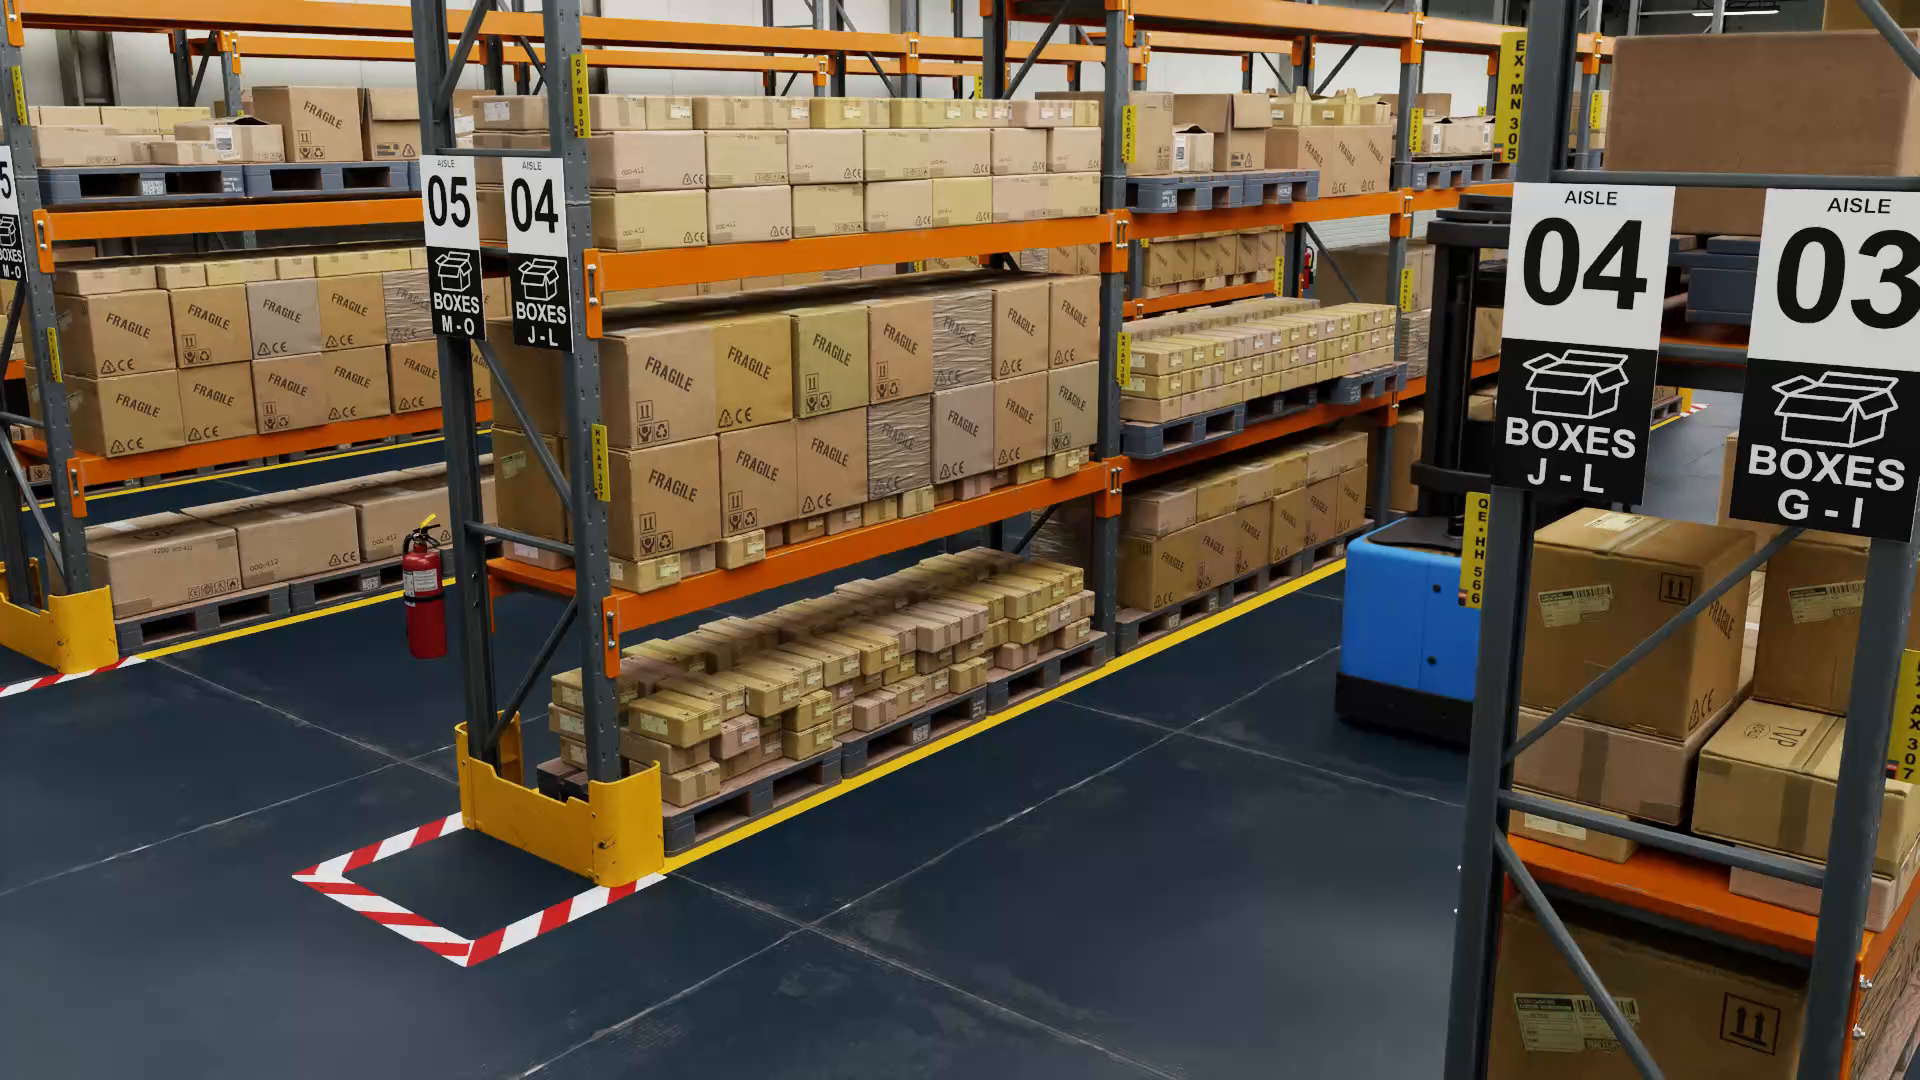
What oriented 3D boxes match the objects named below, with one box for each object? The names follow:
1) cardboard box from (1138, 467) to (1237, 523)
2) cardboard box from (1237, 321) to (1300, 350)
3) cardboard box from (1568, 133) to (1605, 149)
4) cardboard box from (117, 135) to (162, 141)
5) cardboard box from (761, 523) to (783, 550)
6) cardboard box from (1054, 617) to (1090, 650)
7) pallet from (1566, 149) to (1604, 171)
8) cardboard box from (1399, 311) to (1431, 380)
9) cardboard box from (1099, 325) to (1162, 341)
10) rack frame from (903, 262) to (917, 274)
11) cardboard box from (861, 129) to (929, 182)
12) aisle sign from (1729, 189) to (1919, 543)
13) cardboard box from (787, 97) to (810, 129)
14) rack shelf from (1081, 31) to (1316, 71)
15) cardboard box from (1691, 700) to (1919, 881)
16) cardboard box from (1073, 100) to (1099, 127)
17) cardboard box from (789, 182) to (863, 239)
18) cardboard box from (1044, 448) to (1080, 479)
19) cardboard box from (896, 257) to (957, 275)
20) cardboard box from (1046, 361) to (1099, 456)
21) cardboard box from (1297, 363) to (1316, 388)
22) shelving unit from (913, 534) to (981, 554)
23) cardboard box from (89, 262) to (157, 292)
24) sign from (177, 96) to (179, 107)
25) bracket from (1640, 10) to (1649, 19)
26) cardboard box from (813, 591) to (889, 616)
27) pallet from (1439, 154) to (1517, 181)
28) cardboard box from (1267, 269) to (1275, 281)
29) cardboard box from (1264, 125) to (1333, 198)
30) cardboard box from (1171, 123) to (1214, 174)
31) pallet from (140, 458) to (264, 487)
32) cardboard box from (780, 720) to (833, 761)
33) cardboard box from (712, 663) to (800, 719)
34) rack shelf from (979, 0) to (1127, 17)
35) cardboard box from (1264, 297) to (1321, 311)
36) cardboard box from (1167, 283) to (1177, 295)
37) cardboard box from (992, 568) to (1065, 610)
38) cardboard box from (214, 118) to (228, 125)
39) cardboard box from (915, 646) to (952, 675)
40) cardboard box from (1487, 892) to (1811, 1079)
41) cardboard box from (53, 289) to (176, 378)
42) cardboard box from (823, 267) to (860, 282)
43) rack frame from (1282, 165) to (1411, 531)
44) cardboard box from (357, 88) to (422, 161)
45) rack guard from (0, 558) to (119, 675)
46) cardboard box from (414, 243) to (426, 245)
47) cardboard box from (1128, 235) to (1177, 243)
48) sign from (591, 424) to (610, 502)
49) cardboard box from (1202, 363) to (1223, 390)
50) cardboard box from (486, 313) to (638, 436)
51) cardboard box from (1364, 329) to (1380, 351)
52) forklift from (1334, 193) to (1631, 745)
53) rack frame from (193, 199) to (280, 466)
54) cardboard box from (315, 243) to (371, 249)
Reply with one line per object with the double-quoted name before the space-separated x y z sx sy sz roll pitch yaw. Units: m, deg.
"cardboard box" 1.566 -0.317 11.479 0.500 0.250 0.500 12 18 39
"cardboard box" 2.147 -1.433 11.619 0.380 0.149 0.250 12 19 39
"cardboard box" 6.084 -3.892 16.212 0.380 0.149 0.250 11 18 37
"cardboard box" -7.641 -3.565 15.174 0.500 0.250 0.500 11 18 36
"cardboard box" -1.098 -0.051 8.242 0.380 0.149 0.250 12 19 40
"cardboard box" 0.582 0.548 10.312 0.380 0.149 0.250 12 18 38
"pallet" 6.113 -3.856 16.799 1.003 0.211 1.213 11 18 38
"cardboard box" 3.569 -1.617 13.693 0.500 0.500 0.500 12 18 38
"cardboard box" 1.160 -1.387 11.438 0.380 0.149 0.250 11 18 37
"rack frame" -0.837 -2.271 16.470 1.000 3.000 0.127 11 18 38
"cardboard box" -0.502 -1.952 8.411 0.500 0.250 0.500 10 18 35
"aisle sign" 2.031 -0.405 3.846 0.394 0.787 0.004 11 18 38
"cardboard box" -0.936 -2.035 7.927 0.380 0.149 0.250 12 19 39
"rack shelf" 2.934 -5.977 20.344 1.077 0.370 4.000 11 18 38
"cardboard box" 2.355 0.673 4.582 0.500 0.250 0.500 11 18 36
"cardboard box" 0.579 -2.473 9.652 0.380 0.149 0.250 10 18 35
"cardboard box" -0.822 -1.621 8.123 0.500 0.250 0.500 11 18 36
"cardboard box" 0.488 -0.479 9.928 0.380 0.149 0.250 11 18 36
"cardboard box" -0.374 -2.718 16.568 0.500 0.500 0.500 11 18 36
"cardboard box" 0.479 -0.815 9.930 0.500 0.500 0.500 11 18 38
"cardboard box" 2.314 -1.196 11.895 0.380 0.149 0.250 12 19 39
"shelving unit" -0.104 -0.986 13.240 0.431 2.100 0.503 11 18 38
"cardboard box" -5.317 -1.673 10.564 0.380 0.149 0.250 12 18 39
"sign" -7.648 -4.253 16.330 0.100 0.325 0.005 11 18 38
"bracket" 20.071 -15.453 48.863 0.235 0.232 0.430 11 18 38
"cardboard box" -0.631 0.420 9.608 0.380 0.149 0.250 10 18 35
"pallet" 5.053 -3.468 15.480 0.805 0.209 1.217 10 18 35
"cardboard box" 3.872 -3.465 21.681 0.380 0.149 0.250 11 18 37
"cardboard box" 2.294 -2.685 11.805 0.500 0.500 0.500 11 18 38
"cardboard box" 1.279 -2.509 10.641 0.500 0.311 0.500 11 18 37
"pallet" -7.646 -0.789 16.302 1.003 0.211 1.213 11 18 38
"cardboard box" -0.875 0.992 8.564 0.380 0.149 0.250 12 18 38
"cardboard box" -1.020 0.750 8.307 0.380 0.149 0.250 11 18 37
"rack shelf" -0.694 -2.933 8.358 1.077 0.370 4.000 11 18 38
"cardboard box" 2.633 -1.835 13.204 0.380 0.149 0.250 11 18 38
"cardboard box" 2.387 -3.038 20.000 0.380 0.149 0.250 11 18 37
"cardboard box" 0.412 0.295 10.098 0.380 0.149 0.250 12 18 38
"cardboard box" -7.116 -4.076 16.334 0.380 0.149 0.250 11 18 37
"cardboard box" -0.266 0.626 9.400 0.380 0.149 0.250 10 17 35
"cardboard box" 2.183 1.486 5.144 0.875 0.875 0.875 11 18 38
"cardboard box" -5.341 -1.320 10.493 0.500 0.500 0.500 11 18 36
"cardboard box" -1.274 -2.565 15.394 0.500 0.500 0.500 12 18 39
"rack frame" 3.077 -1.524 13.531 1.000 3.000 0.127 11 18 38
"cardboard box" -4.173 -2.998 11.973 0.797 0.503 0.637 13 19 42
"rack guard" -5.880 0.477 10.729 1.175 0.500 0.348 11 18 38
"cardboard box" -3.856 -2.113 12.297 0.380 0.149 0.250 11 18 37
"cardboard box" 2.123 -3.765 19.513 0.700 0.500 0.500 11 18 37
"sign" -1.529 -0.328 7.063 0.100 0.325 0.005 11 18 38
"cardboard box" 1.492 -1.088 10.867 0.380 0.149 0.250 12 18 39
"cardboard box" -1.857 -0.796 7.825 0.500 0.500 0.500 11 18 36
"cardboard box" 2.954 -1.534 12.622 0.380 0.149 0.250 12 19 40
"forklift" 3.447 -0.584 9.970 1.130 2.935 3.031 11 18 37
"rack frame" -7.214 -2.272 16.476 1.000 3.000 0.127 11 18 38
"cardboard box" -4.515 -2.080 12.166 0.380 0.149 0.250 11 18 37
